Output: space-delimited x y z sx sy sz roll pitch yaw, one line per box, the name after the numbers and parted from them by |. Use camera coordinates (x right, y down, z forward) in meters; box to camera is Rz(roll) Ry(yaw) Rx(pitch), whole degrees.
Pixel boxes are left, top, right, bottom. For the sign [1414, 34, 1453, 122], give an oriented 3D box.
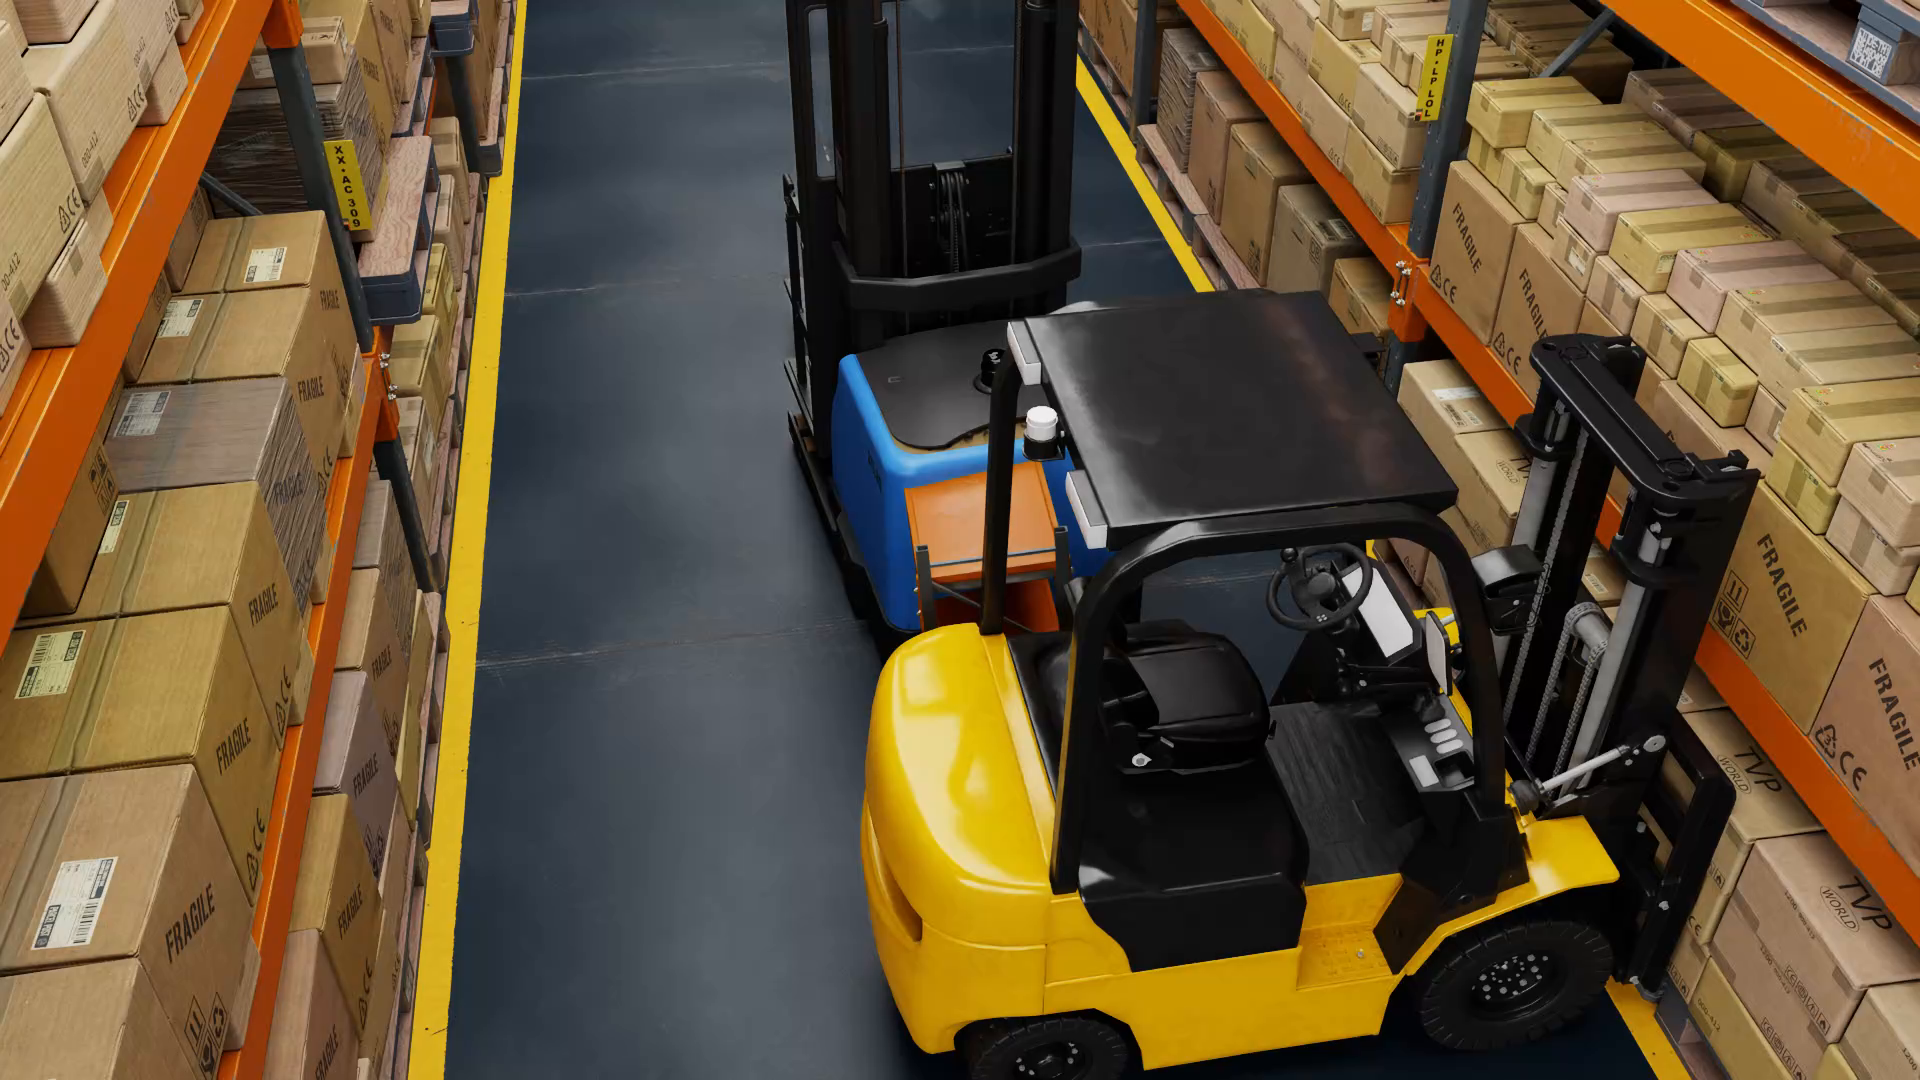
1.742 -1.695 6.107 0.100 0.325 0.005 -6 38 -8 | sign

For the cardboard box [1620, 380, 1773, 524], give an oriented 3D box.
2.360 -0.152 4.919 0.500 0.500 0.500 -6 38 -8 | cardboard box

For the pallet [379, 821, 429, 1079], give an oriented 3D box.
-2.242 1.445 5.218 1.003 0.211 1.213 -6 38 -8 | pallet

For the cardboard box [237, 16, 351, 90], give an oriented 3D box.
-2.346 -1.698 5.796 0.380 0.149 0.250 -6 38 -8 | cardboard box

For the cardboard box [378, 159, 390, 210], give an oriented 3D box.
-2.433 -1.383 6.448 0.380 0.149 0.250 -5 38 -7 | cardboard box

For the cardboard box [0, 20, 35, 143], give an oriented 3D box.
-1.889 -0.791 2.934 0.380 0.149 0.250 -5 38 -7 | cardboard box

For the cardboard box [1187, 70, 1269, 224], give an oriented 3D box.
1.791 -2.205 9.237 0.875 0.625 0.625 -5 38 -6 | cardboard box

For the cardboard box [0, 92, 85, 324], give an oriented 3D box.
-1.930 -0.571 2.974 0.500 0.250 0.500 -5 38 -7 | cardboard box

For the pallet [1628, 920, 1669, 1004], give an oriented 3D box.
2.590 0.991 5.802 1.003 0.211 1.213 -6 38 -8 | pallet

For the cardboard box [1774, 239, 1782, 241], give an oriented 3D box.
2.735 -0.841 5.278 0.380 0.149 0.250 -5 38 -6 | cardboard box

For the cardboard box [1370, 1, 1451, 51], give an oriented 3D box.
1.941 -2.118 6.922 0.380 0.149 0.250 -6 38 -8 | cardboard box

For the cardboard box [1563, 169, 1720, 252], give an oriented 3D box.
2.170 -1.054 5.309 0.380 0.149 0.250 -5 38 -7 | cardboard box

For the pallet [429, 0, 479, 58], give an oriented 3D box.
-3.084 -2.718 8.460 1.213 0.211 1.003 -6 38 -8 | pallet

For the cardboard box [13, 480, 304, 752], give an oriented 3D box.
-2.002 0.220 4.198 0.500 0.500 0.500 -7 38 -9 | cardboard box

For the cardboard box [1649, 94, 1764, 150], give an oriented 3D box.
2.631 -1.430 5.793 0.380 0.149 0.250 -7 38 -9 | cardboard box

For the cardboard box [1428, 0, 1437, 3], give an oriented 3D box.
2.280 -2.421 7.636 0.500 0.250 0.500 -7 38 -9 | cardboard box

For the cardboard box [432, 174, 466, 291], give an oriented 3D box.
-3.087 -1.554 8.605 0.950 0.372 0.625 -7 38 -9 | cardboard box

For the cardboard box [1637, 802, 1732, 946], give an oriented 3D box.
2.394 0.932 5.097 0.500 0.250 0.500 -7 38 -9 | cardboard box

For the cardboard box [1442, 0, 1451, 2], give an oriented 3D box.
2.320 -2.335 7.200 0.380 0.149 0.250 -7 38 -8 | cardboard box

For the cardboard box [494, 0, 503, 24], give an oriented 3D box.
-3.661 -4.045 11.401 0.875 0.875 0.875 -5 38 -7 | cardboard box

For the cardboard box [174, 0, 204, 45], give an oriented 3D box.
-2.230 -1.410 4.380 0.380 0.149 0.250 -6 38 -7 | cardboard box

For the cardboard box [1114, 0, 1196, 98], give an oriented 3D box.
1.287 -3.160 10.568 0.500 0.500 0.500 -5 38 -7 | cardboard box

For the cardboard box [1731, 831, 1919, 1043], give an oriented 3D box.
2.492 1.056 4.530 0.500 0.250 0.500 -6 38 -7 | cardboard box

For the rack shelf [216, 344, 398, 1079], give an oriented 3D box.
-2.261 0.695 4.496 1.077 0.370 4.000 -6 38 -8 | rack shelf

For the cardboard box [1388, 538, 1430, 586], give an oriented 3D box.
2.033 -0.085 6.814 0.500 0.250 0.500 -6 38 -7 | cardboard box

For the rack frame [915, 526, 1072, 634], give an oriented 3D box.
0.144 0.434 5.745 0.500 1.125 0.032 -8 39 -3 | rack frame

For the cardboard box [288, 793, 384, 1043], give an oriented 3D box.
-1.961 1.093 4.686 0.500 0.500 0.500 -6 38 -7 | cardboard box

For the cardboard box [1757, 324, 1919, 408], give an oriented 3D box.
2.430 -0.450 4.531 0.380 0.149 0.250 -6 38 -7 | cardboard box

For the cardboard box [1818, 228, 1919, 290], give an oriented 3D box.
2.820 -0.809 4.993 0.380 0.149 0.250 -7 38 -8 | cardboard box

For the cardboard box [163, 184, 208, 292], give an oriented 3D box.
-2.748 -1.060 5.030 0.700 0.500 0.500 -7 38 -8 | cardboard box

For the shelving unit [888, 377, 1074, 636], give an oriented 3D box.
0.083 0.123 6.143 0.538 1.125 1.048 -8 39 -3 | shelving unit

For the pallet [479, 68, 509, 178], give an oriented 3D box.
-3.377 -2.596 10.419 1.003 0.211 1.213 -6 38 -8 | pallet

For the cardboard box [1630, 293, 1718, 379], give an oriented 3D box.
2.267 -0.632 5.008 0.380 0.149 0.250 -7 38 -9 | cardboard box

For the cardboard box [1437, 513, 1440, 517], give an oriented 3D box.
2.055 -0.285 6.663 0.500 0.250 0.500 -6 38 -8 | cardboard box

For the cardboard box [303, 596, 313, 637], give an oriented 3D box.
-2.059 0.235 4.708 0.380 0.149 0.250 -7 38 -9 | cardboard box

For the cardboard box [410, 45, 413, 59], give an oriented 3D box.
-2.675 -2.179 7.473 0.380 0.149 0.250 -7 38 -9 | cardboard box

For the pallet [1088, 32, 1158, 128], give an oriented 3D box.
1.479 -3.103 11.072 1.003 0.211 1.213 -6 38 -8 | pallet

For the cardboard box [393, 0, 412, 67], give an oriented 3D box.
-2.674 -2.345 7.158 0.500 0.500 0.500 -8 39 -10 | cardboard box

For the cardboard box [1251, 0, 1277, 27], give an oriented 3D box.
1.685 -2.666 7.952 0.500 0.250 0.500 -6 38 -7 | cardboard box

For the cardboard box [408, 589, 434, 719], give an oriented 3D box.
-2.244 0.451 6.123 0.500 0.250 0.500 -5 38 -6 | cardboard box

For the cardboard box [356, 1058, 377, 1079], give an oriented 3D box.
-1.862 1.713 4.499 0.500 0.250 0.500 -5 38 -6 | cardboard box

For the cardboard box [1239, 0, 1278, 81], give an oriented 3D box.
1.680 -2.467 8.103 0.500 0.250 0.500 -5 38 -6 | cardboard box

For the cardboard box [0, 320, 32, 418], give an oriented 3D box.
-1.914 -0.321 2.978 0.380 0.149 0.250 -7 38 -9 | cardboard box

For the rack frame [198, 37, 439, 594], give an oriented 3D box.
-2.612 -0.797 5.831 1.000 3.000 0.127 -6 38 -8 | rack frame

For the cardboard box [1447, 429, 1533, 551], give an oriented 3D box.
2.130 -0.172 6.110 0.500 0.250 0.500 -6 38 -8 | cardboard box

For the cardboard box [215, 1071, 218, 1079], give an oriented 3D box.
-1.791 1.171 3.503 0.380 0.149 0.250 -7 38 -9 | cardboard box

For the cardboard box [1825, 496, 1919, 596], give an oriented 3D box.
2.454 -0.014 4.212 0.380 0.149 0.250 -7 38 -9 | cardboard box

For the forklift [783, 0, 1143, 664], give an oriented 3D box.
-0.172 -1.528 6.828 1.130 2.935 3.031 -10 39 -13 | forklift

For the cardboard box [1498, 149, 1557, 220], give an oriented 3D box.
2.118 -1.252 5.806 0.380 0.149 0.250 -5 38 -7 | cardboard box
